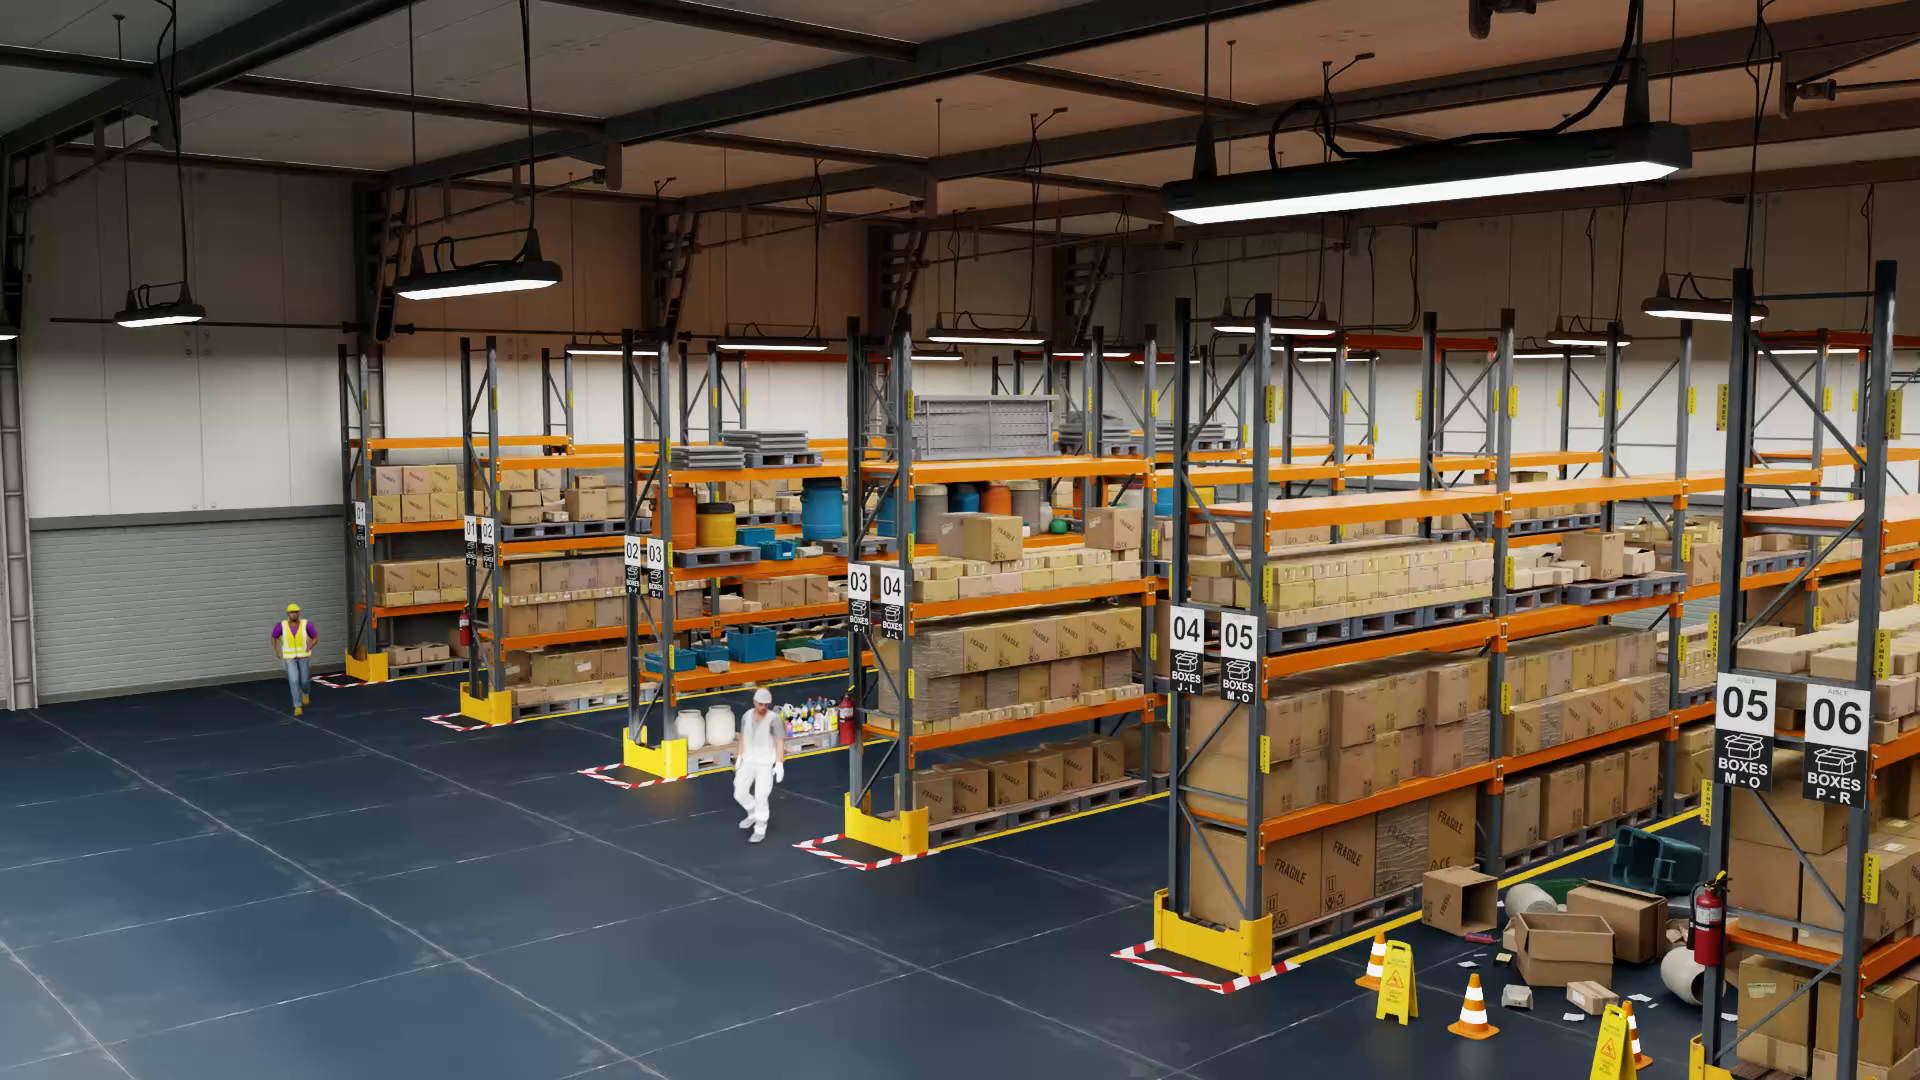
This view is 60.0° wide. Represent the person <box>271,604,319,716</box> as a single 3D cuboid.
[{"bbox_3d":[-10.696,1.897,26.764,0.718,1.765,0.830,-2,6,-23],"label":"person"}]

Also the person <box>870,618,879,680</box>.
[{"bbox_3d":[-1.151,1.939,27.565,0.635,1.532,0.825,3,6,27],"label":"person"}]

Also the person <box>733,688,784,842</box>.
[{"bbox_3d":[-2.299,2.558,19.089,0.691,1.778,0.492,2,6,22],"label":"person"}]
